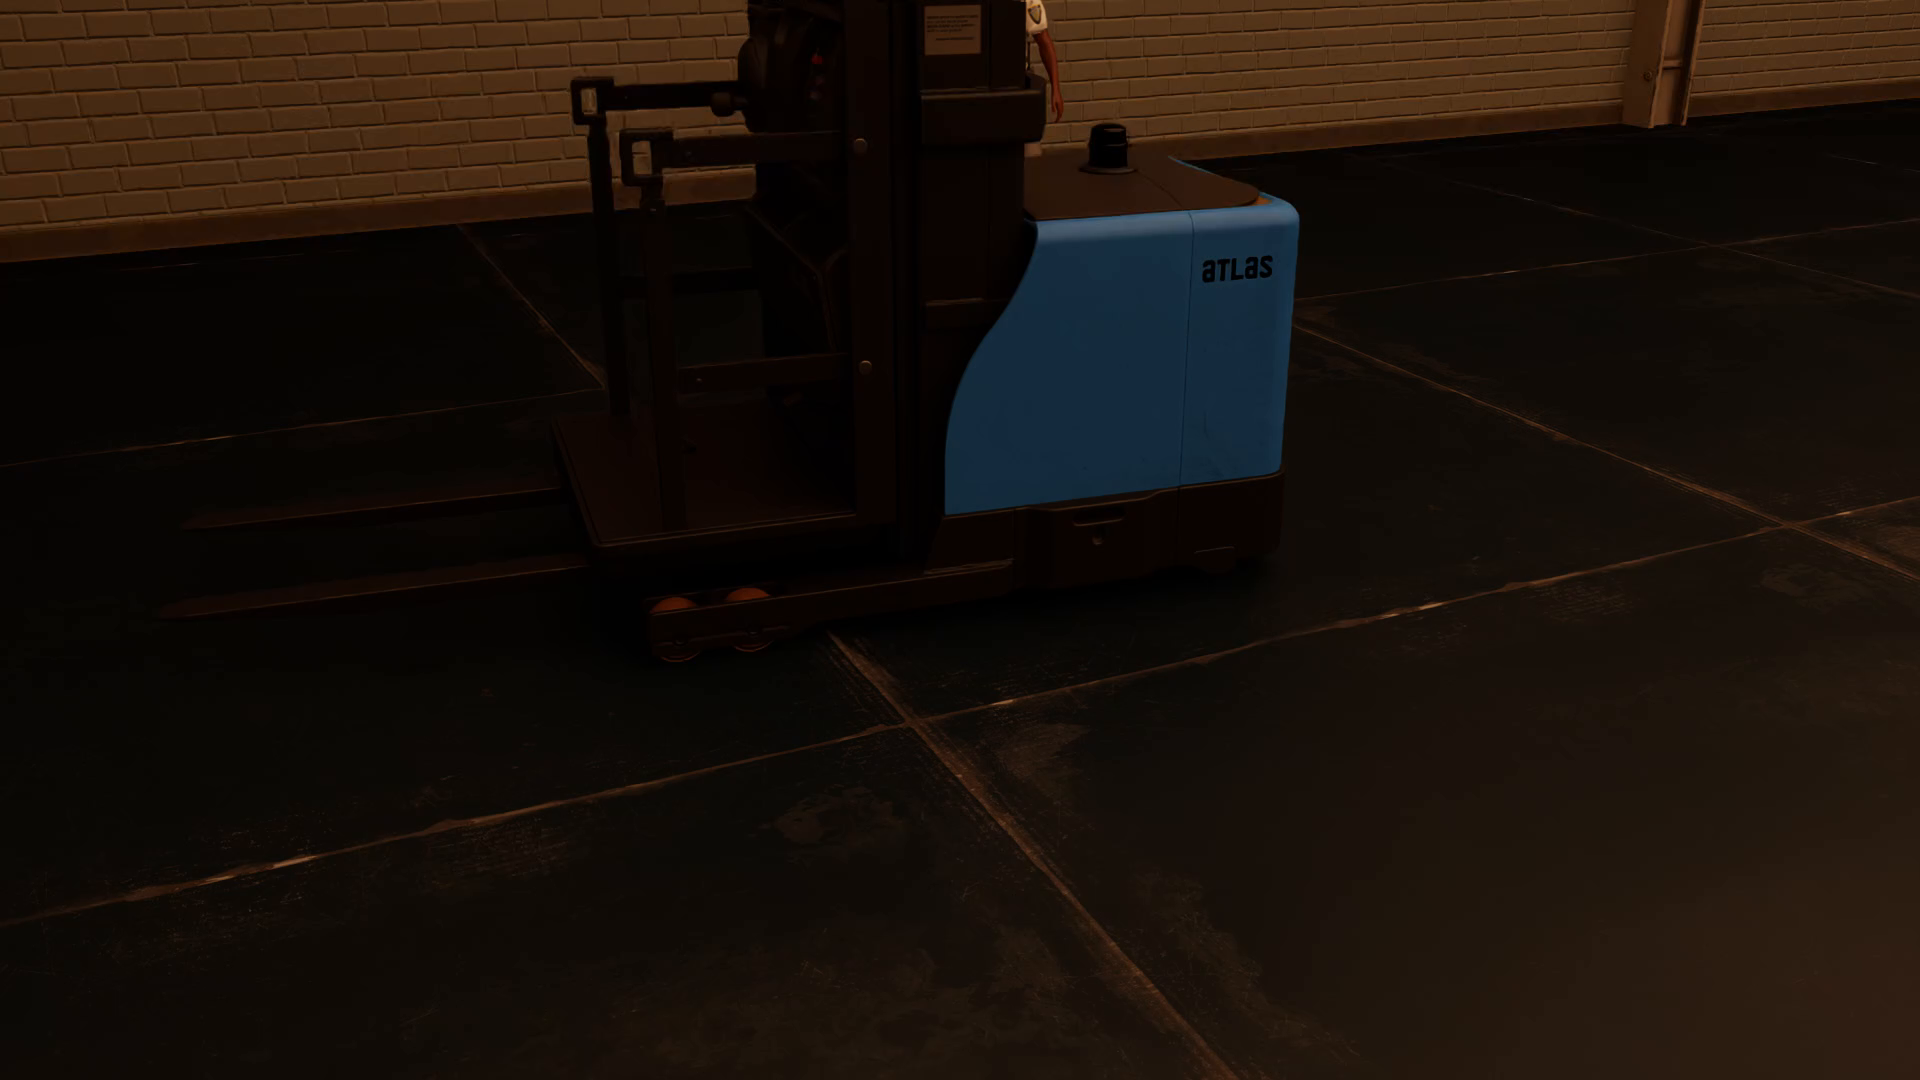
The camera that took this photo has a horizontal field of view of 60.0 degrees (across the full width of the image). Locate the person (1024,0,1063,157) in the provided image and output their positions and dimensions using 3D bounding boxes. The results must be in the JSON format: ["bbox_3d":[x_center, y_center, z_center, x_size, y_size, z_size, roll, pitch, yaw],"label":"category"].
[{"bbox_3d":[0.188,-2.214,8.310,0.696,1.636,0.394,2,23,5],"label":"person"}]

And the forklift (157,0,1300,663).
[{"bbox_3d":[-0.633,-1.261,4.322,3.031,2.935,1.130,-7,24,-17],"label":"forklift"}]
